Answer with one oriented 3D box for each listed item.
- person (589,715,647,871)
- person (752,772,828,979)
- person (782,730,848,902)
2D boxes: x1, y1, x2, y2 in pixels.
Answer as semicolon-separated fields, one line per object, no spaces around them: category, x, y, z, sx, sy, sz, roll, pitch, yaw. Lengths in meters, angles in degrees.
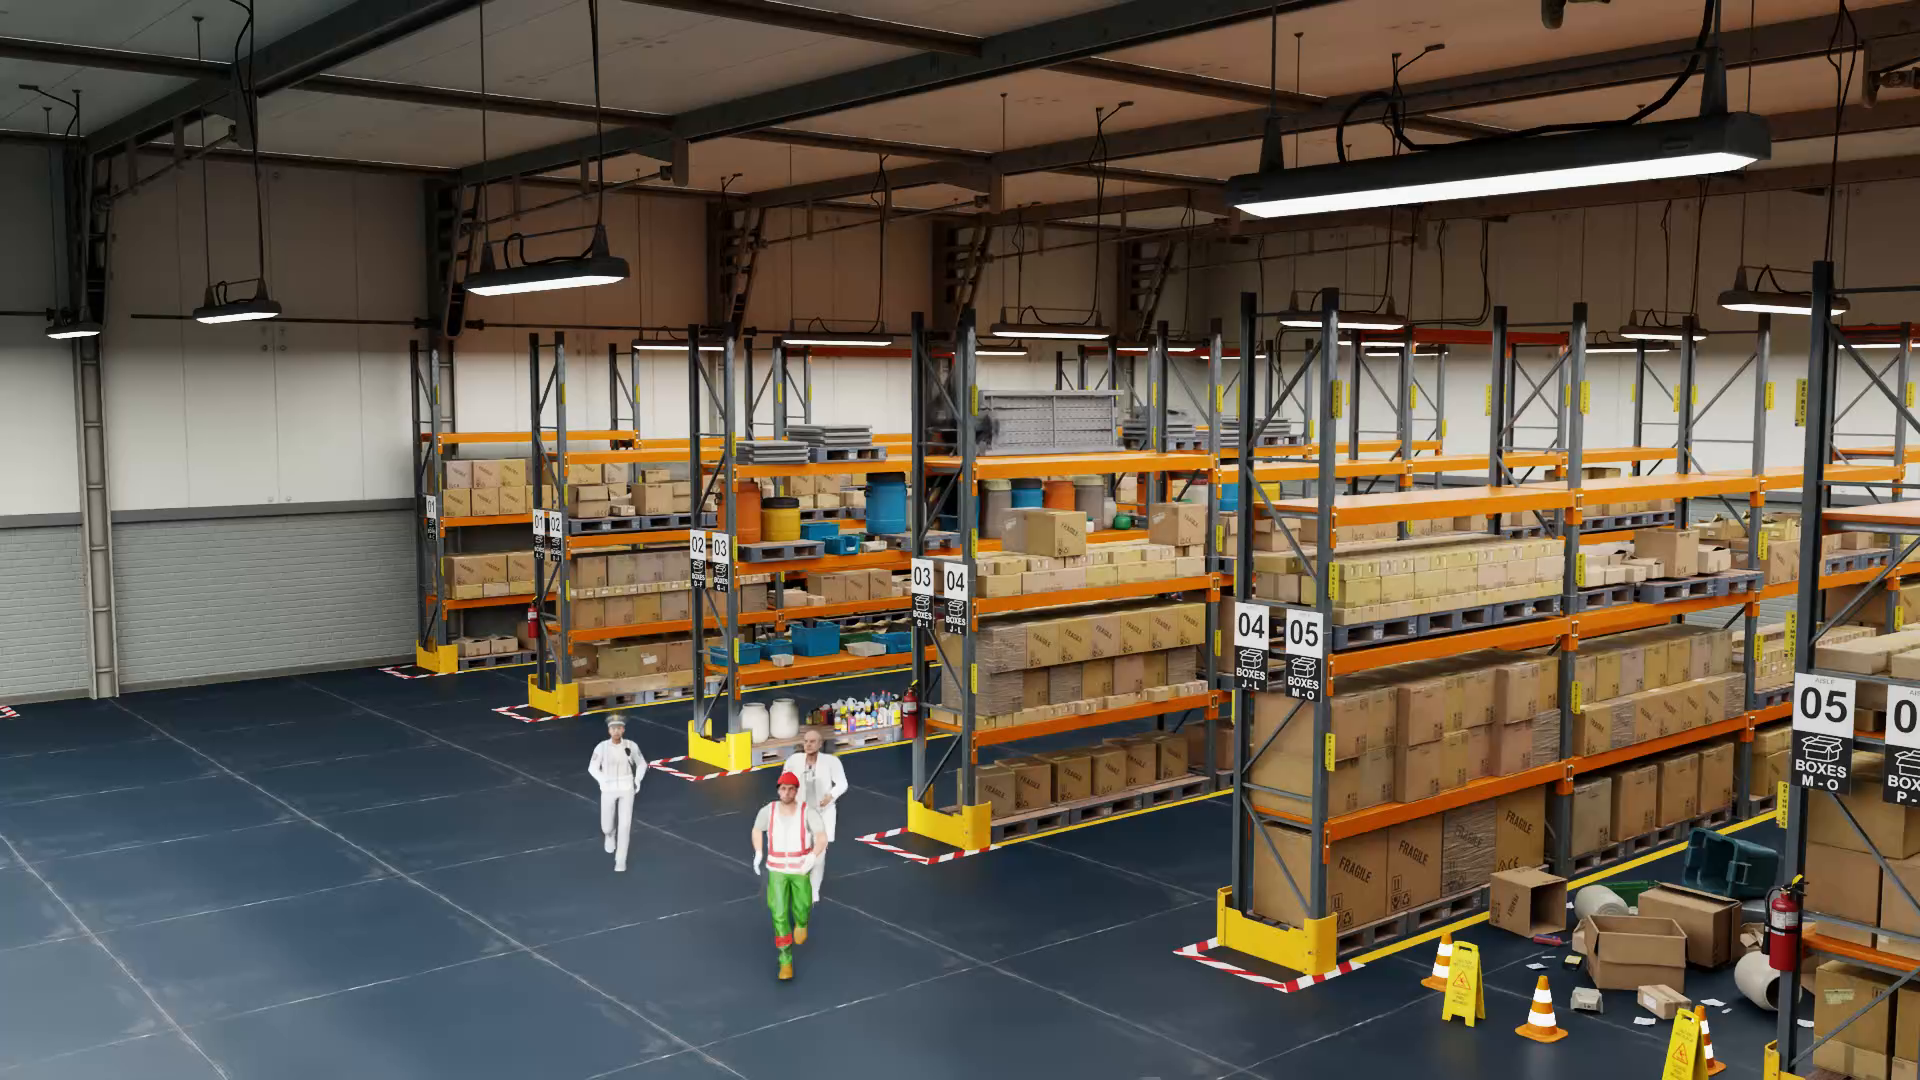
person;-3.676;2.687;17.907;0.620;1.646;0.663;-1;5;-12
person;-1.523;2.917;14.760;0.671;1.763;0.881;0;5;0
person;-1.458;2.762;16.522;0.686;1.748;0.671;0;5;0
